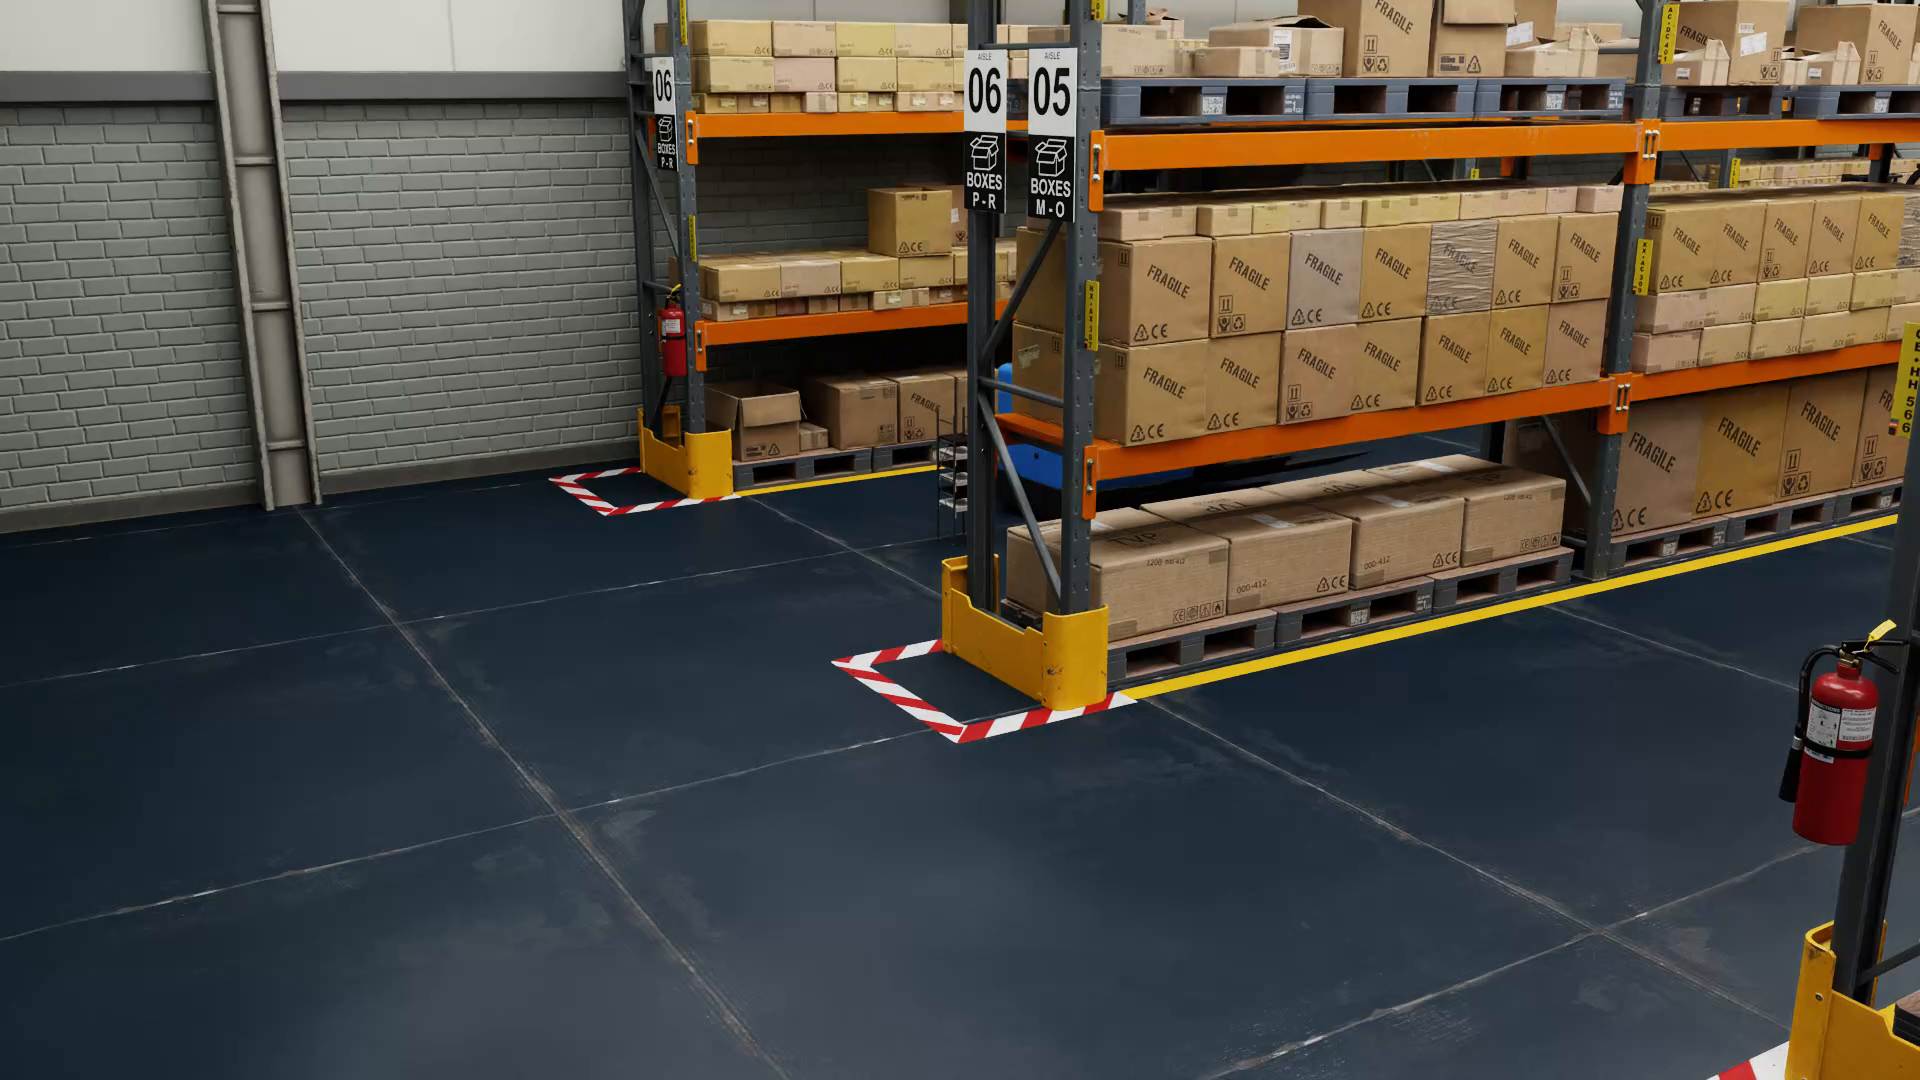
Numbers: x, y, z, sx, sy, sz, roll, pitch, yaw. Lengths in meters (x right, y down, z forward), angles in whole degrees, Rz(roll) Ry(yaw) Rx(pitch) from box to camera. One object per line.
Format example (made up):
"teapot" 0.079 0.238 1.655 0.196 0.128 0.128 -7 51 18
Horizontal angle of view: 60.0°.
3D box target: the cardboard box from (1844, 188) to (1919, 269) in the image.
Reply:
"cardboard box" 6.459 -2.176 11.579 0.500 0.500 0.500 -9 18 -29

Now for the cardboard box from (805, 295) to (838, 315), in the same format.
"cardboard box" -1.141 -1.861 12.957 0.250 0.149 0.380 -9 18 -28

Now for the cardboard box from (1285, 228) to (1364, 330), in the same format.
"cardboard box" 1.780 -1.418 8.872 0.500 0.500 0.500 -9 18 -30

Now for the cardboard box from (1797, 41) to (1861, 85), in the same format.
"cardboard box" 5.520 -3.051 10.651 0.258 0.266 0.396 -8 17 -25

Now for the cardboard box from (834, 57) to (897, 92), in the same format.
"cardboard box" -0.823 -3.546 12.671 0.500 0.250 0.500 -10 18 -31

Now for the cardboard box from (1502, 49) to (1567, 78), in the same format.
"cardboard box" 3.165 -2.671 9.324 0.250 0.149 0.380 -9 18 -28

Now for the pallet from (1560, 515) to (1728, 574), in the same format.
"pallet" 4.397 -0.078 11.299 1.213 0.211 1.003 -9 18 -30

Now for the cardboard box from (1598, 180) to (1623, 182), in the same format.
"cardboard box" 7.189 -3.858 18.228 0.250 0.149 0.380 -9 18 -30

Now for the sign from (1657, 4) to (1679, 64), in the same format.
"sign" 4.061 -2.900 9.535 0.005 0.325 0.100 -9 18 -30

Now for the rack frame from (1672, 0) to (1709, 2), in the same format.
"rack frame" 8.072 -6.445 17.730 0.127 3.000 1.000 -9 18 -30

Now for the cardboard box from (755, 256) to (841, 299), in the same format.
"cardboard box" -1.255 -2.030 12.822 0.500 0.250 0.500 -9 18 -29

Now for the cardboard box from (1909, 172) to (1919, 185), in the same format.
"cardboard box" 11.348 -4.360 20.019 0.250 0.149 0.380 -9 18 -29

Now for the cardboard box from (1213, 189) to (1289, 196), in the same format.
"cardboard box" 1.615 -1.869 9.279 0.250 0.149 0.380 -9 18 -28

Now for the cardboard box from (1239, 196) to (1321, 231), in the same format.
"cardboard box" 1.676 -1.720 8.747 0.250 0.149 0.380 -9 18 -29

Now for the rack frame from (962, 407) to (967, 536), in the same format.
"rack frame" 0.080 -0.446 11.335 0.006 0.900 0.240 -9 18 -30

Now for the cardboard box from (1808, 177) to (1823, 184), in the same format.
"cardboard box" 9.593 -4.072 18.990 0.250 0.149 0.380 -10 18 -31

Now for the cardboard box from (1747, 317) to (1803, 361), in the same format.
"cardboard box" 5.177 -1.364 10.997 0.500 0.250 0.500 -9 18 -30

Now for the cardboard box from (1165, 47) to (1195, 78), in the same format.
"cardboard box" 1.003 -2.474 8.624 0.250 0.149 0.380 -11 19 -34

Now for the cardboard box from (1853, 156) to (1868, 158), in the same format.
"cardboard box" 11.103 -4.619 20.392 0.250 0.149 0.380 -10 18 -31

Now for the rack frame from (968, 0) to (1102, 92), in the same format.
"rack frame" 0.345 -3.629 7.684 0.127 3.000 1.000 -9 18 -30

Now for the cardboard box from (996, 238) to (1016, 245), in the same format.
"cardboard box" 0.225 -2.438 14.275 0.500 0.250 0.500 -9 18 -30

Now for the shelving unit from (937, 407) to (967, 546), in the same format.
"shelving unit" -0.007 -0.432 11.284 0.210 0.900 0.258 -9 18 -30

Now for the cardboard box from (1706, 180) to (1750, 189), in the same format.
"cardboard box" 8.481 -3.900 18.379 0.250 0.149 0.380 -10 18 -31

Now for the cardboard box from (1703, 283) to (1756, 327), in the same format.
"cardboard box" 4.729 -1.540 10.697 0.500 0.250 0.500 -9 18 -29

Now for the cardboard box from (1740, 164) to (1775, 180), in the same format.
"cardboard box" 8.890 -4.131 18.650 0.250 0.149 0.380 -10 18 -31

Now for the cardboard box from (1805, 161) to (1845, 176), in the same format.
"cardboard box" 9.990 -4.303 19.265 0.250 0.149 0.380 -9 18 -29

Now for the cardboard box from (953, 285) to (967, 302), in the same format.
"cardboard box" -0.073 -2.055 13.651 0.250 0.149 0.380 -9 18 -29

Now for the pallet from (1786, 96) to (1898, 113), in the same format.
"pallet" 6.678 -3.104 11.718 1.003 0.211 1.213 -8 18 -27

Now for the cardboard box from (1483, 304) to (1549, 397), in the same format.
"cardboard box" 3.070 -1.148 9.763 0.500 0.500 0.500 -10 18 -31

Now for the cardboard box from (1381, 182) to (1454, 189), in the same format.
"cardboard box" 2.716 -2.050 9.924 0.250 0.149 0.380 -9 18 -30

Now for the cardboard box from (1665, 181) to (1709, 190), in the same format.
"cardboard box" 7.894 -3.818 18.086 0.250 0.149 0.380 -9 18 -28

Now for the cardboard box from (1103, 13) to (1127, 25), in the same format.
"cardboard box" 1.442 -4.419 14.243 0.258 0.266 0.396 -10 18 -31

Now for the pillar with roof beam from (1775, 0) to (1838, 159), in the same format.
"pillar with roof beam" 12.657 -6.117 16.559 0.400 9.000 9.100 -9 18 -30

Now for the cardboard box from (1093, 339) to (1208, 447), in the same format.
"cardboard box" 0.905 -0.789 8.481 0.500 0.500 0.500 -9 18 -30

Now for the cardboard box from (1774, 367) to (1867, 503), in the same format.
"cardboard box" 5.801 -0.832 11.978 0.875 0.875 0.875 -9 18 -29

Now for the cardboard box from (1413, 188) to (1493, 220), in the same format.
"cardboard box" 2.769 -1.895 9.375 0.250 0.149 0.380 -9 18 -30

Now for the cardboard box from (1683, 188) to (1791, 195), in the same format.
"cardboard box" 5.348 -2.161 11.525 0.500 0.500 0.500 -9 18 -29

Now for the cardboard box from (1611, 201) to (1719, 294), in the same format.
"cardboard box" 4.299 -1.821 10.310 0.500 0.500 0.500 -9 18 -29

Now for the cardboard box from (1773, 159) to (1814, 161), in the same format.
"cardboard box" 9.934 -4.463 19.837 0.250 0.149 0.380 -10 18 -31

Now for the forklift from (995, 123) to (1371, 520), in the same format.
"forklift" 1.779 -1.752 12.230 3.031 2.935 1.130 -10 18 -31

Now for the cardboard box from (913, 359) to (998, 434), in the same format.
"cardboard box" 0.001 -1.204 14.001 0.500 0.500 0.700 -10 19 -32

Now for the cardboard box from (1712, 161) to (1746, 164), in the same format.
"cardboard box" 8.829 -4.289 19.214 0.250 0.149 0.380 -10 18 -31

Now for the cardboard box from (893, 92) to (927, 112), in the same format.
"cardboard box" -0.457 -3.393 12.864 0.250 0.149 0.380 -9 18 -30

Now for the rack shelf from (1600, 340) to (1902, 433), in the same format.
"rack shelf" 5.488 -1.228 11.566 4.000 0.370 1.077 -9 18 -30

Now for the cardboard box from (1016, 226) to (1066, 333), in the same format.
"cardboard box" 0.636 -1.392 8.781 0.500 0.500 0.500 -9 18 -28

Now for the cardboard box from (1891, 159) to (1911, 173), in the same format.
"cardboard box" 11.107 -4.476 19.882 0.250 0.149 0.380 -9 18 -30

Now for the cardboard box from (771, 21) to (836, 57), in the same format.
"cardboard box" -1.259 -3.714 12.346 0.500 0.250 0.500 -9 18 -30

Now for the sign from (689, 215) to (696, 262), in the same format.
"sign" -1.935 -2.180 12.024 0.005 0.325 0.100 -9 18 -30

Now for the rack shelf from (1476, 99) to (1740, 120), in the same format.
"rack shelf" 6.358 -4.376 17.240 4.000 0.370 1.077 -9 18 -30

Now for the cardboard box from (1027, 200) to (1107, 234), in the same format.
"cardboard box" 0.550 -1.679 8.601 0.250 0.149 0.380 -9 18 -29

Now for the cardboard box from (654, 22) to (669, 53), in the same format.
"cardboard box" -1.977 -3.771 12.547 0.500 0.250 0.500 -10 18 -31

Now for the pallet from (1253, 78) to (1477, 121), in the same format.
"pallet" 2.023 -2.418 9.086 1.213 0.211 1.003 -9 18 -30

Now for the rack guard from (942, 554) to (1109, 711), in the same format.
"rack guard" 0.325 0.467 8.819 0.348 0.500 1.175 -9 18 -30

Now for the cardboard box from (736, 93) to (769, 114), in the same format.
"cardboard box" -1.610 -3.245 12.336 0.250 0.149 0.380 -9 18 -29

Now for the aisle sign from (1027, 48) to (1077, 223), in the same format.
"aisle sign" 0.433 -1.915 7.868 0.004 0.787 0.394 -9 18 -30

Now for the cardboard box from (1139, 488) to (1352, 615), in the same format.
"cardboard box" 1.640 0.047 9.653 0.875 0.438 0.875 -9 18 -28

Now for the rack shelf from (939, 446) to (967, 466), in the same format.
"rack shelf" -0.007 -0.573 11.245 0.200 0.077 0.258 -9 18 -30

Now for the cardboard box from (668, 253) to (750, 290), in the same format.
"cardboard box" -1.957 -2.085 13.016 0.500 0.250 0.500 -9 18 -28

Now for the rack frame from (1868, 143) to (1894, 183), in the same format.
"rack frame" 7.203 -1.852 12.461 0.127 3.000 1.000 -9 18 -30
